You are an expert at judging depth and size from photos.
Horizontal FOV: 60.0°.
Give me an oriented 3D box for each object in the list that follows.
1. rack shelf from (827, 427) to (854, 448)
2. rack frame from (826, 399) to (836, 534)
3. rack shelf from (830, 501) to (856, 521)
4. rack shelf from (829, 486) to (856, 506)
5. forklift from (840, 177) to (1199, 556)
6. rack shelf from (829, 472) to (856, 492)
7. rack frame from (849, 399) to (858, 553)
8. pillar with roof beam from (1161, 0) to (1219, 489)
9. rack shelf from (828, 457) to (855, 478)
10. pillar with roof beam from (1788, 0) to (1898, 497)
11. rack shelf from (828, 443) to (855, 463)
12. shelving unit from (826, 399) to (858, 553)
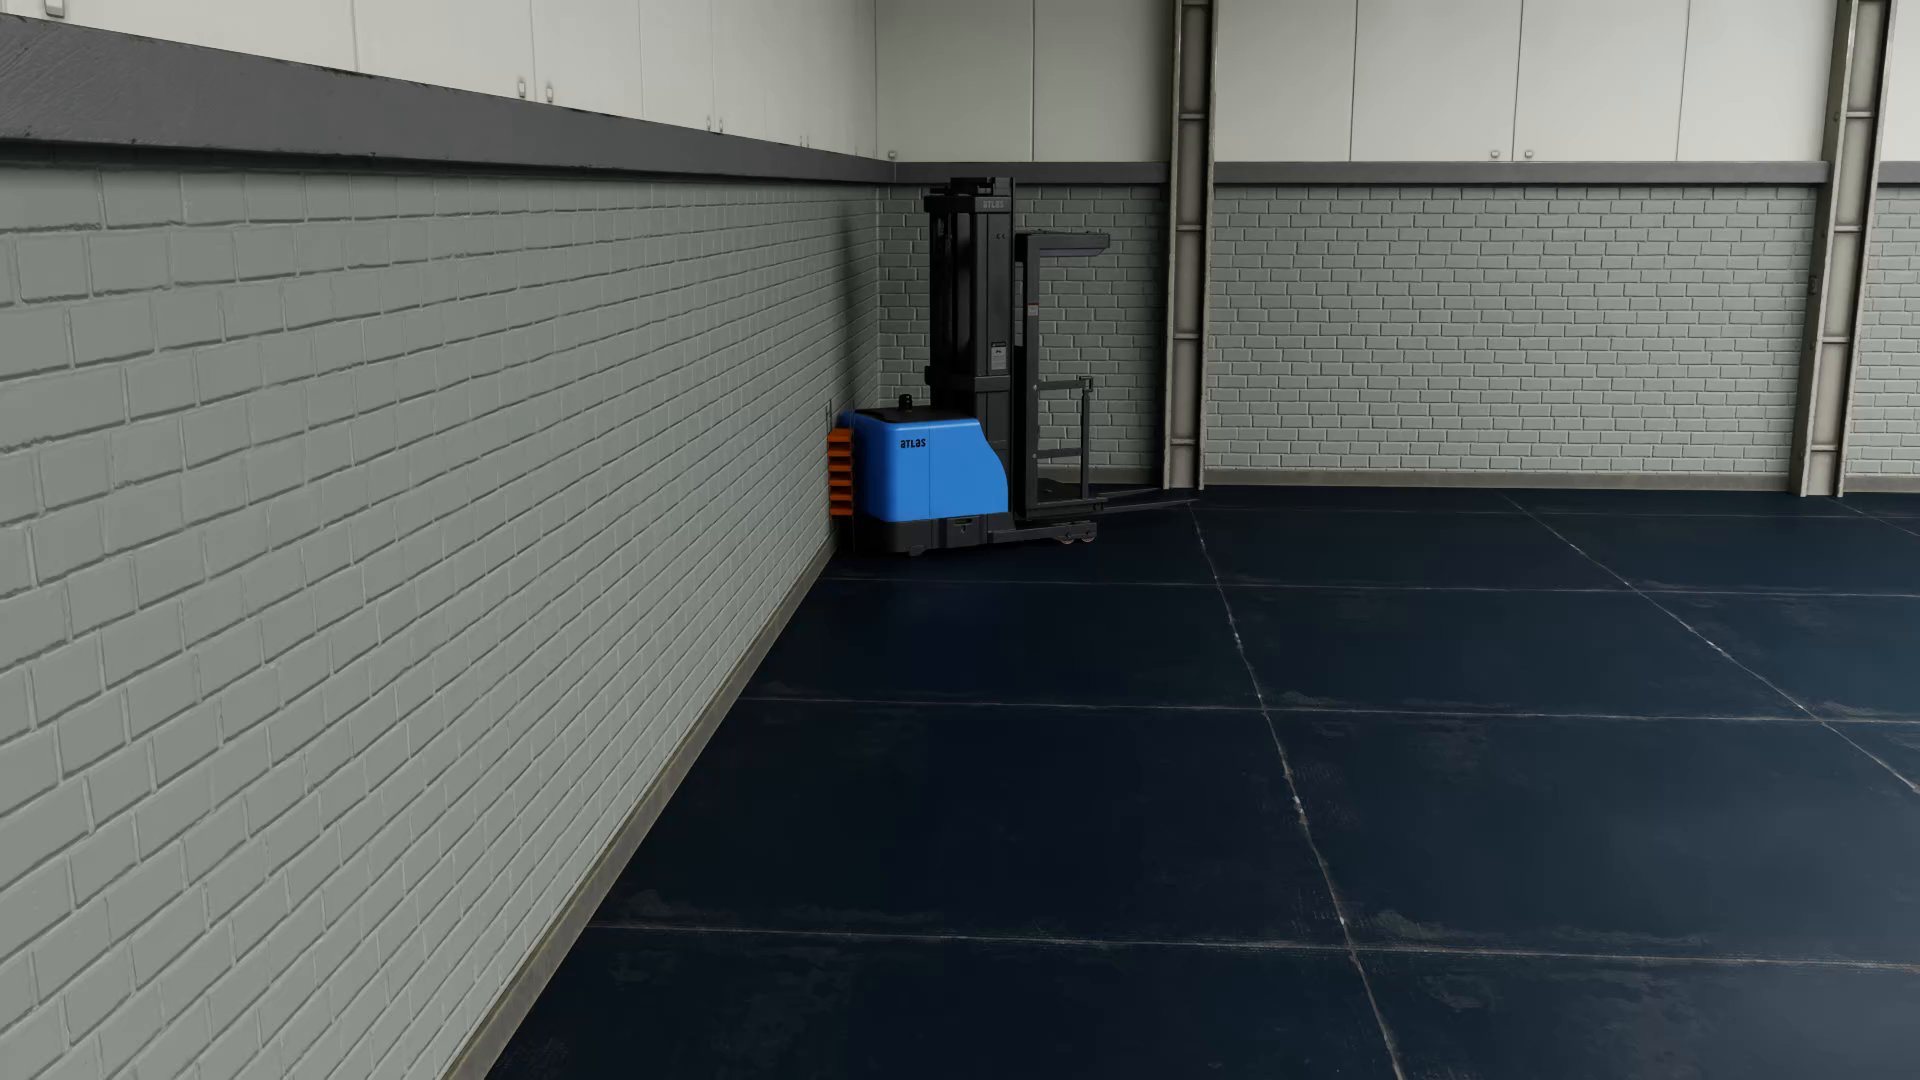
[{"bbox_3d":[-0.936,-0.806,13.116,0.180,0.103,0.258,1,18,4],"label":"rack shelf"},{"bbox_3d":[-1.025,-0.508,13.222,0.006,1.200,0.240,1,18,4],"label":"rack frame"},{"bbox_3d":[-0.931,-0.237,13.305,0.180,0.103,0.258,1,18,4],"label":"rack shelf"},{"bbox_3d":[-0.932,-0.350,13.267,0.180,0.103,0.258,1,18,4],"label":"rack shelf"},{"bbox_3d":[0.563,-1.492,13.741,3.031,2.935,1.130,-6,13,-26],"label":"forklift"},{"bbox_3d":[-0.933,-0.464,13.230,0.180,0.103,0.258,1,18,4],"label":"rack shelf"},{"bbox_3d":[-0.842,-0.505,13.208,0.006,1.200,0.240,1,18,4],"label":"rack frame"},{"bbox_3d":[1.888,-4.050,11.149,0.400,9.000,9.100,1,12,4],"label":"pillar with roof beam"},{"bbox_3d":[-0.934,-0.578,13.192,0.180,0.103,0.258,1,18,4],"label":"rack shelf"},{"bbox_3d":[7.875,-3.968,10.757,0.400,9.000,9.100,1,12,4],"label":"pillar with roof beam"},{"bbox_3d":[-0.935,-0.692,13.154,0.180,0.103,0.258,1,18,4],"label":"rack shelf"},{"bbox_3d":[-0.934,-0.506,13.215,0.189,1.200,0.258,1,18,4],"label":"shelving unit"}]
